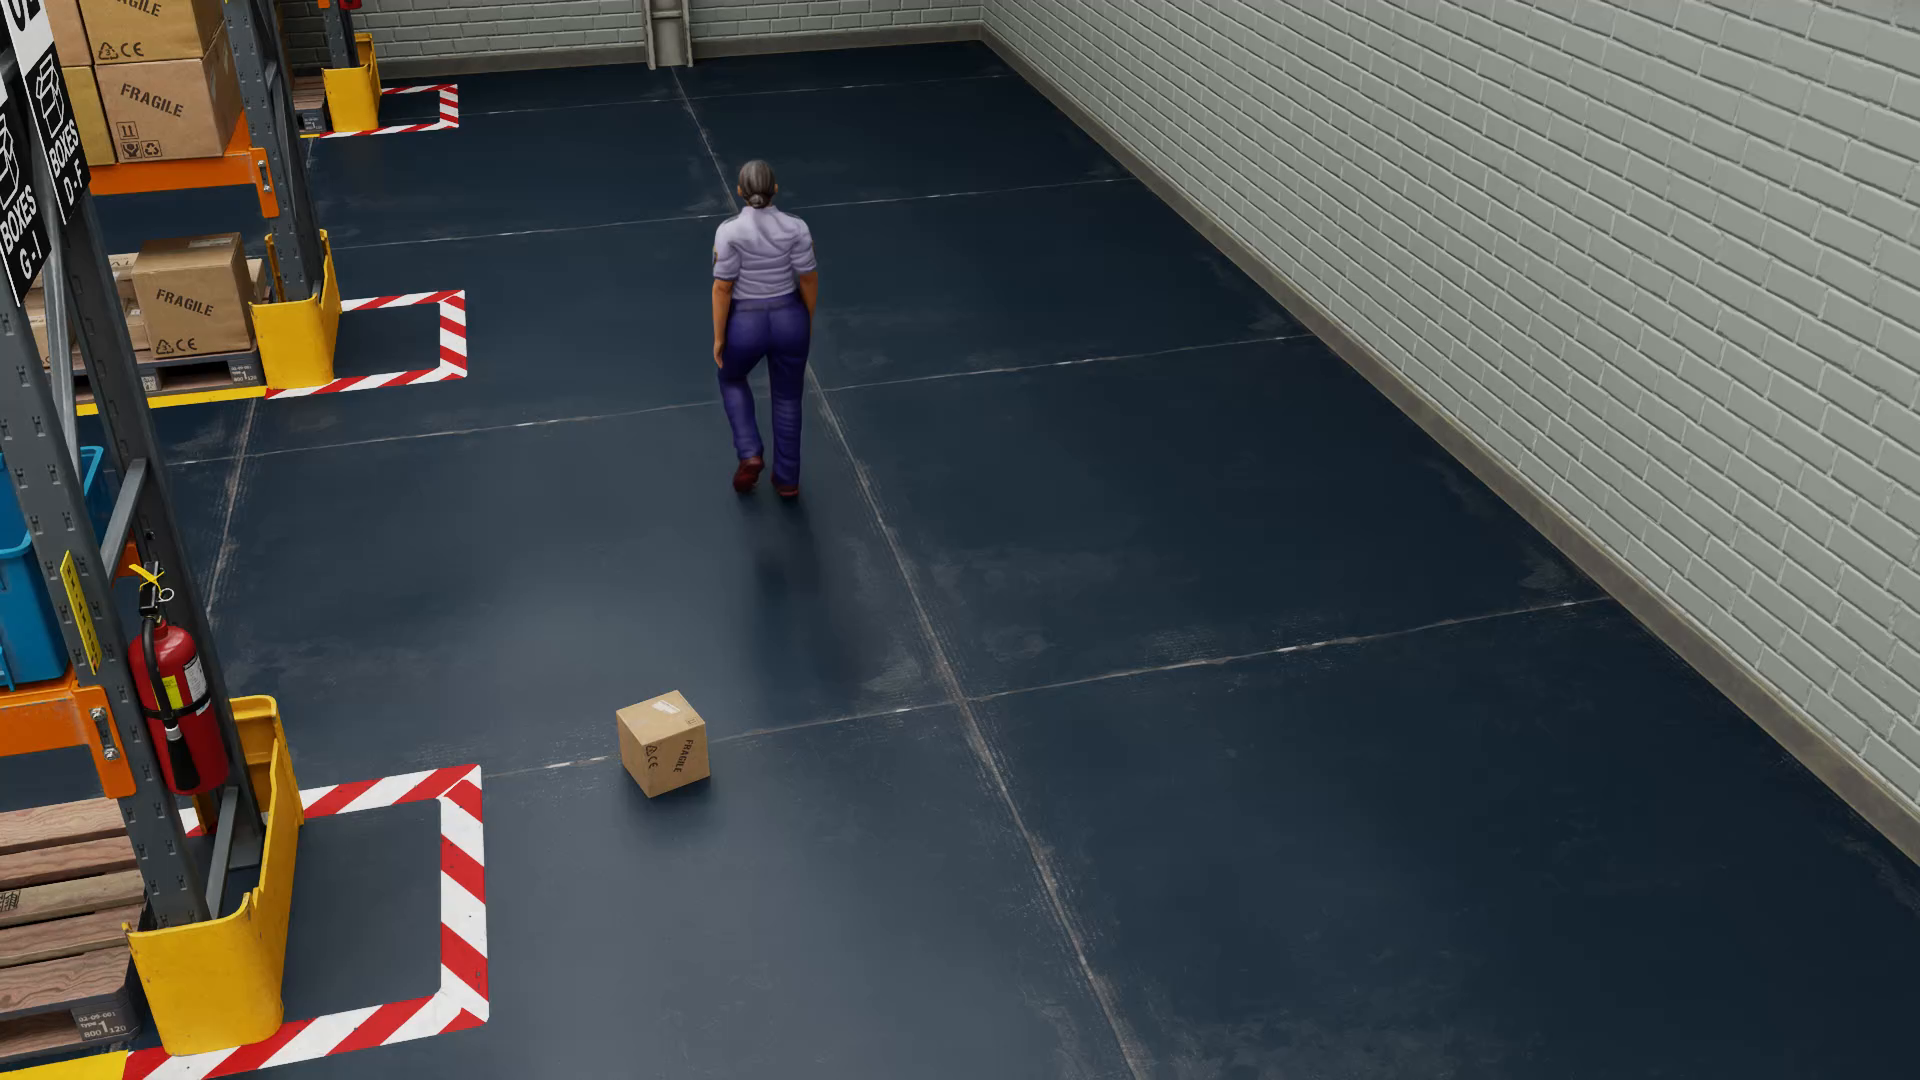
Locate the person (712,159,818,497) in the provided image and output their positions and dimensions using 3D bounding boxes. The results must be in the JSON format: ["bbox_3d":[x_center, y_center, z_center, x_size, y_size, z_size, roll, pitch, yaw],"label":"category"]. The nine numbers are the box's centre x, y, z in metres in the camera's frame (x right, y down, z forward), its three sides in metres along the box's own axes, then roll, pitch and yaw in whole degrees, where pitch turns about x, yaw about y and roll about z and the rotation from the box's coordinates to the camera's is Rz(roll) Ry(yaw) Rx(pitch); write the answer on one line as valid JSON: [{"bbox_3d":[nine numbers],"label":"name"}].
[{"bbox_3d":[-0.916,-0.975,7.813,0.511,1.679,0.470,-7,31,-11],"label":"person"}]
